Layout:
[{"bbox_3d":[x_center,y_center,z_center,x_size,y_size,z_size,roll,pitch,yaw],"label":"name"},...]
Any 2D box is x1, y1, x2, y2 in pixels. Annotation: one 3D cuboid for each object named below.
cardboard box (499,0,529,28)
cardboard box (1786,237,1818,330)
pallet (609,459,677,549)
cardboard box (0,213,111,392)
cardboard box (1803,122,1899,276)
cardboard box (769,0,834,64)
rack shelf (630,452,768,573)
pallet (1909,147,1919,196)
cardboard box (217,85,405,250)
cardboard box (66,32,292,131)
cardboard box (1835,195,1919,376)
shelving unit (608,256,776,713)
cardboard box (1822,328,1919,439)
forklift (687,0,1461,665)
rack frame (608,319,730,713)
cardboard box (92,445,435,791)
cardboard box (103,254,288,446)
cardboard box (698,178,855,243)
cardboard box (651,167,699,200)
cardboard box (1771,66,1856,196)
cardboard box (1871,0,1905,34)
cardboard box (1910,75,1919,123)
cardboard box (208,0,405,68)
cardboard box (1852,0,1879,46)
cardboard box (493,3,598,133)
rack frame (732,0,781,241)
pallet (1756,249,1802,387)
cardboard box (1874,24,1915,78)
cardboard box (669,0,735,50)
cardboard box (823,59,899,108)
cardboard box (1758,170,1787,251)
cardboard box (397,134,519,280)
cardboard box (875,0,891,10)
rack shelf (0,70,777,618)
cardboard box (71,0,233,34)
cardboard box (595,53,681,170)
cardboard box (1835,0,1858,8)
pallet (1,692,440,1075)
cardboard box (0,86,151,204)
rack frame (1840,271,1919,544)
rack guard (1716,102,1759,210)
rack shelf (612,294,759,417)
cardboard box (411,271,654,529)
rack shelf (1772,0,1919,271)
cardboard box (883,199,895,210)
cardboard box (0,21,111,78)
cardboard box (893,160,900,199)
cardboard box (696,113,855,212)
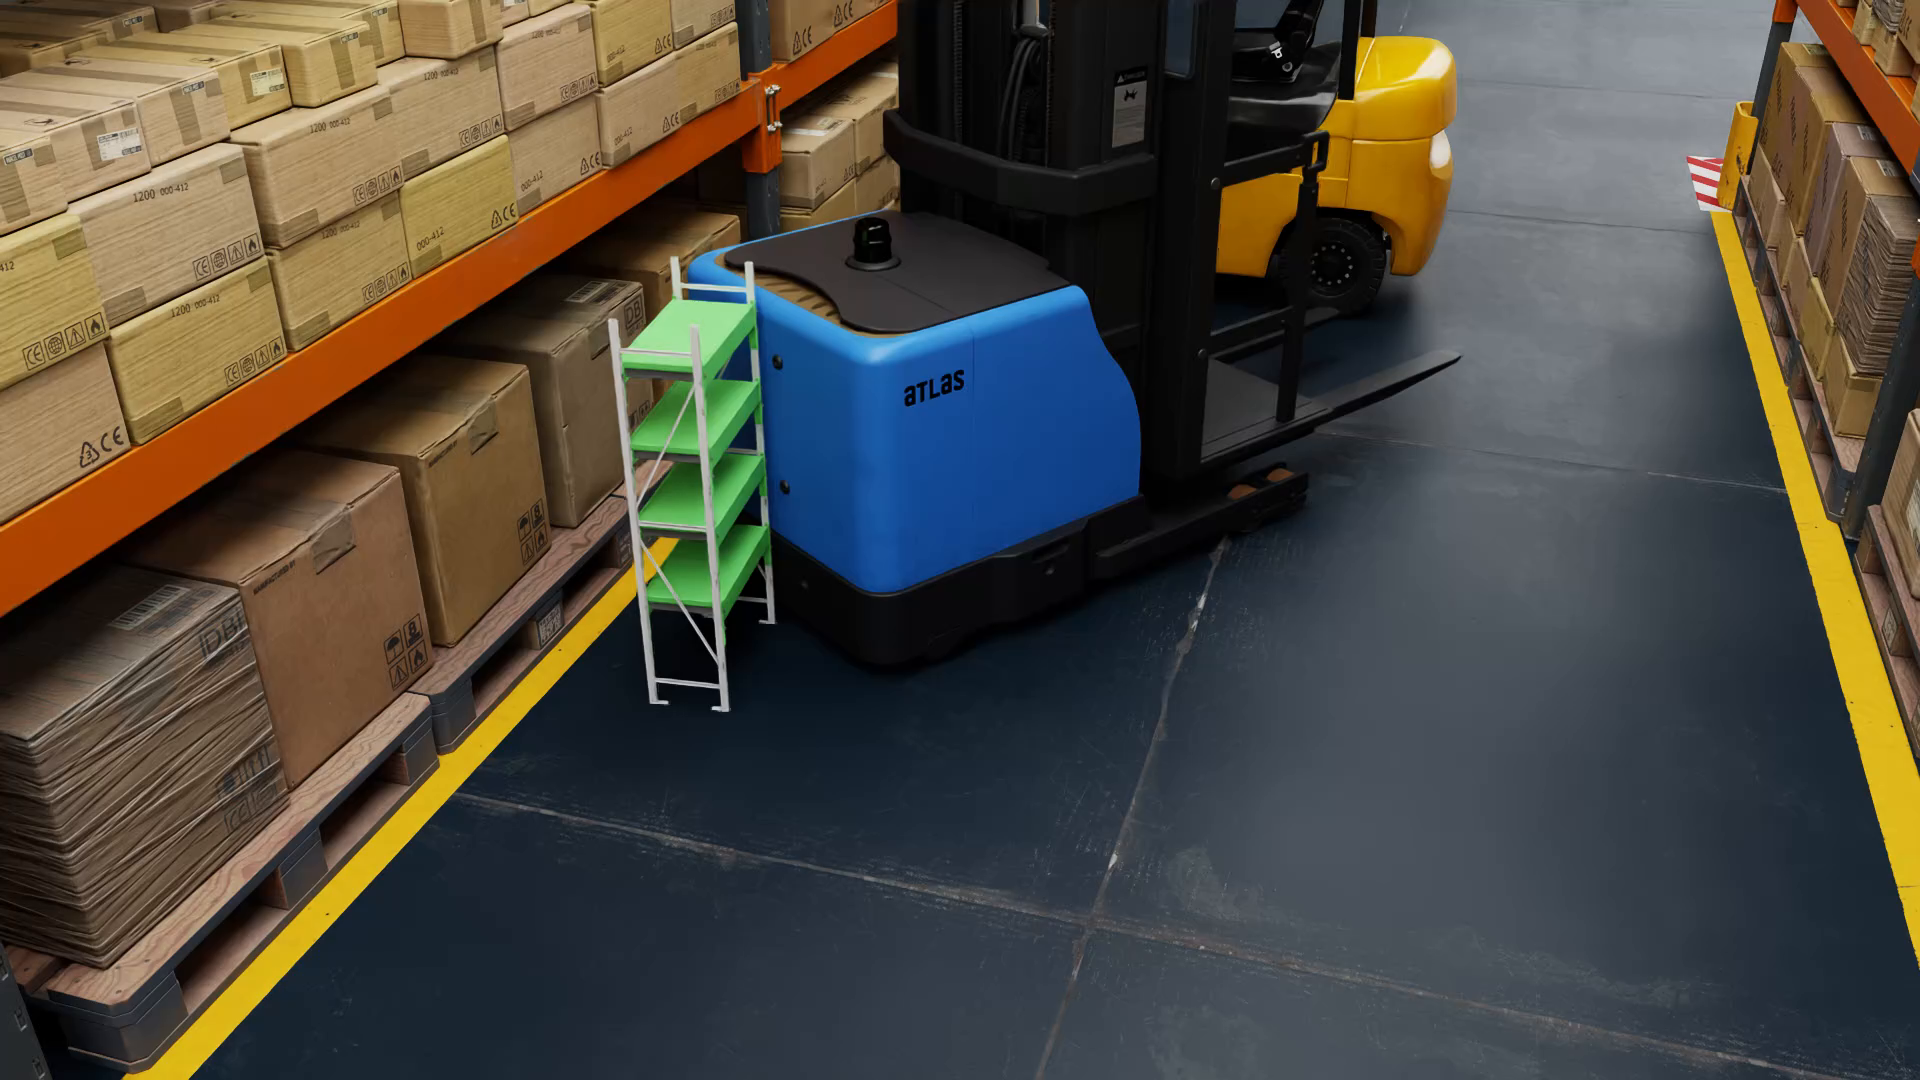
[{"bbox_3d":[-1.431,-1.507,4.604,0.380,0.149,0.250,9,30,15],"label":"cardboard box"},{"bbox_3d":[3.767,-1.041,6.933,0.500,0.250,0.500,9,30,16],"label":"cardboard box"},{"bbox_3d":[-1.375,-0.402,6.255,1.003,0.211,1.213,8,30,15],"label":"pallet"},{"bbox_3d":[-1.983,-0.430,3.078,0.500,0.250,0.500,8,30,15],"label":"cardboard box"},{"bbox_3d":[3.763,-1.359,6.732,0.500,0.500,0.500,10,31,18],"label":"cardboard box"},{"bbox_3d":[-0.816,-2.181,6.482,0.500,0.500,0.500,8,30,13],"label":"cardboard box"},{"bbox_3d":[-0.748,-0.096,4.820,0.258,0.148,0.480,5,29,9],"label":"rack shelf"},{"bbox_3d":[3.187,-0.844,4.378,1.003,0.211,1.213,8,30,15],"label":"pallet"},{"bbox_3d":[-1.687,-0.907,3.935,0.500,0.250,0.500,8,30,14],"label":"cardboard box"},{"bbox_3d":[-1.757,-1.034,3.754,0.380,0.149,0.250,9,30,15],"label":"cardboard box"},{"bbox_3d":[3.467,-0.885,5.880,0.500,0.500,0.500,8,30,14],"label":"cardboard box"},{"bbox_3d":[-0.748,-0.152,4.789,0.258,1.200,0.503,5,29,9],"label":"shelving unit"},{"bbox_3d":[3.467,-0.557,6.062,0.500,0.250,0.500,10,31,17],"label":"cardboard box"},{"bbox_3d":[0.608,-1.486,5.406,3.031,2.935,1.130,-21,36,-33],"label":"forklift"},{"bbox_3d":[-0.792,-0.035,4.580,0.240,1.200,0.015,5,29,9],"label":"rack frame"},{"bbox_3d":[-1.990,0.152,4.402,0.875,0.625,0.625,9,30,17],"label":"cardboard box"},{"bbox_3d":[-1.854,-0.448,3.625,0.500,0.250,0.500,8,30,14],"label":"cardboard box"},{"bbox_3d":[-0.759,-1.350,6.973,0.500,0.250,0.500,8,30,15],"label":"cardboard box"},{"bbox_3d":[-1.237,-1.644,6.987,0.500,0.250,0.500,9,30,16],"label":"cardboard box"},{"bbox_3d":[4.067,-1.840,7.598,0.500,0.500,0.500,7,30,13],"label":"cardboard box"},{"bbox_3d":[3.735,-2.160,6.138,0.500,0.500,0.500,9,30,16],"label":"cardboard box"},{"bbox_3d":[3.420,-1.462,5.551,0.380,0.149,0.250,9,30,16],"label":"cardboard box"},{"bbox_3d":[-1.642,-1.279,4.193,0.380,0.149,0.250,8,30,15],"label":"cardboard box"},{"bbox_3d":[3.793,-2.057,6.620,0.380,0.149,0.250,9,30,15],"label":"cardboard box"},{"bbox_3d":[-1.396,-1.380,4.785,0.500,0.250,0.500,9,30,16],"label":"cardboard box"},{"bbox_3d":[-1.196,-1.968,6.203,1.000,3.000,0.127,8,30,15],"label":"rack frame"},{"bbox_3d":[4.070,-0.929,7.203,1.003,0.211,1.213,8,30,15],"label":"pallet"},{"bbox_3d":[3.648,-1.818,6.190,0.380,0.149,0.250,8,30,14],"label":"cardboard box"},{"bbox_3d":[-1.096,-1.857,5.642,0.500,0.250,0.500,8,30,14],"label":"cardboard box"},{"bbox_3d":[-0.459,-2.036,7.693,0.500,0.250,0.500,10,30,17],"label":"cardboard box"},{"bbox_3d":[4.066,-1.531,7.813,0.500,0.250,0.500,10,30,17],"label":"cardboard box"},{"bbox_3d":[-1.556,-0.930,4.490,0.500,0.250,0.500,9,30,16],"label":"cardboard box"},{"bbox_3d":[-0.532,-2.661,7.345,0.500,0.500,0.500,8,30,14],"label":"cardboard box"},{"bbox_3d":[-1.783,-0.725,4.707,1.077,0.370,4.000,8,30,15],"label":"rack shelf"},{"bbox_3d":[-2.036,-1.333,4.291,0.380,0.149,0.250,9,30,16],"label":"cardboard box"},{"bbox_3d":[-1.236,-1.397,5.330,0.500,0.250,0.500,8,30,15],"label":"cardboard box"},{"bbox_3d":[4.048,-2.415,7.264,0.380,0.149,0.250,9,30,16],"label":"cardboard box"},{"bbox_3d":[-2.091,0.732,4.217,1.003,0.211,1.213,8,30,15],"label":"pallet"},{"bbox_3d":[-1.867,-0.790,3.315,0.380,0.149,0.250,9,30,16],"label":"cardboard box"},{"bbox_3d":[3.550,-1.262,4.933,1.000,3.000,0.127,8,30,15],"label":"rack frame"},{"bbox_3d":[4.702,-1.993,8.819,1.175,0.500,0.348,8,30,15],"label":"rack guard"},{"bbox_3d":[-0.748,-0.516,4.587,0.258,0.148,0.480,5,29,9],"label":"rack shelf"},{"bbox_3d":[-1.574,-0.511,5.593,0.875,0.625,0.625,8,30,14],"label":"cardboard box"},{"bbox_3d":[4.137,-1.877,6.778,1.077,0.370,4.000,8,30,15],"label":"rack shelf"},{"bbox_3d":[-0.603,-1.366,7.517,0.500,0.250,0.500,8,30,14],"label":"cardboard box"},{"bbox_3d":[-2.207,-1.100,3.872,0.380,0.149,0.250,8,30,15],"label":"cardboard box"},{"bbox_3d":[-0.454,-1.816,7.811,0.500,0.250,0.500,8,30,14],"label":"cardboard box"},{"bbox_3d":[-0.754,-1.567,6.850,0.500,0.250,0.500,8,30,14],"label":"cardboard box"}]
